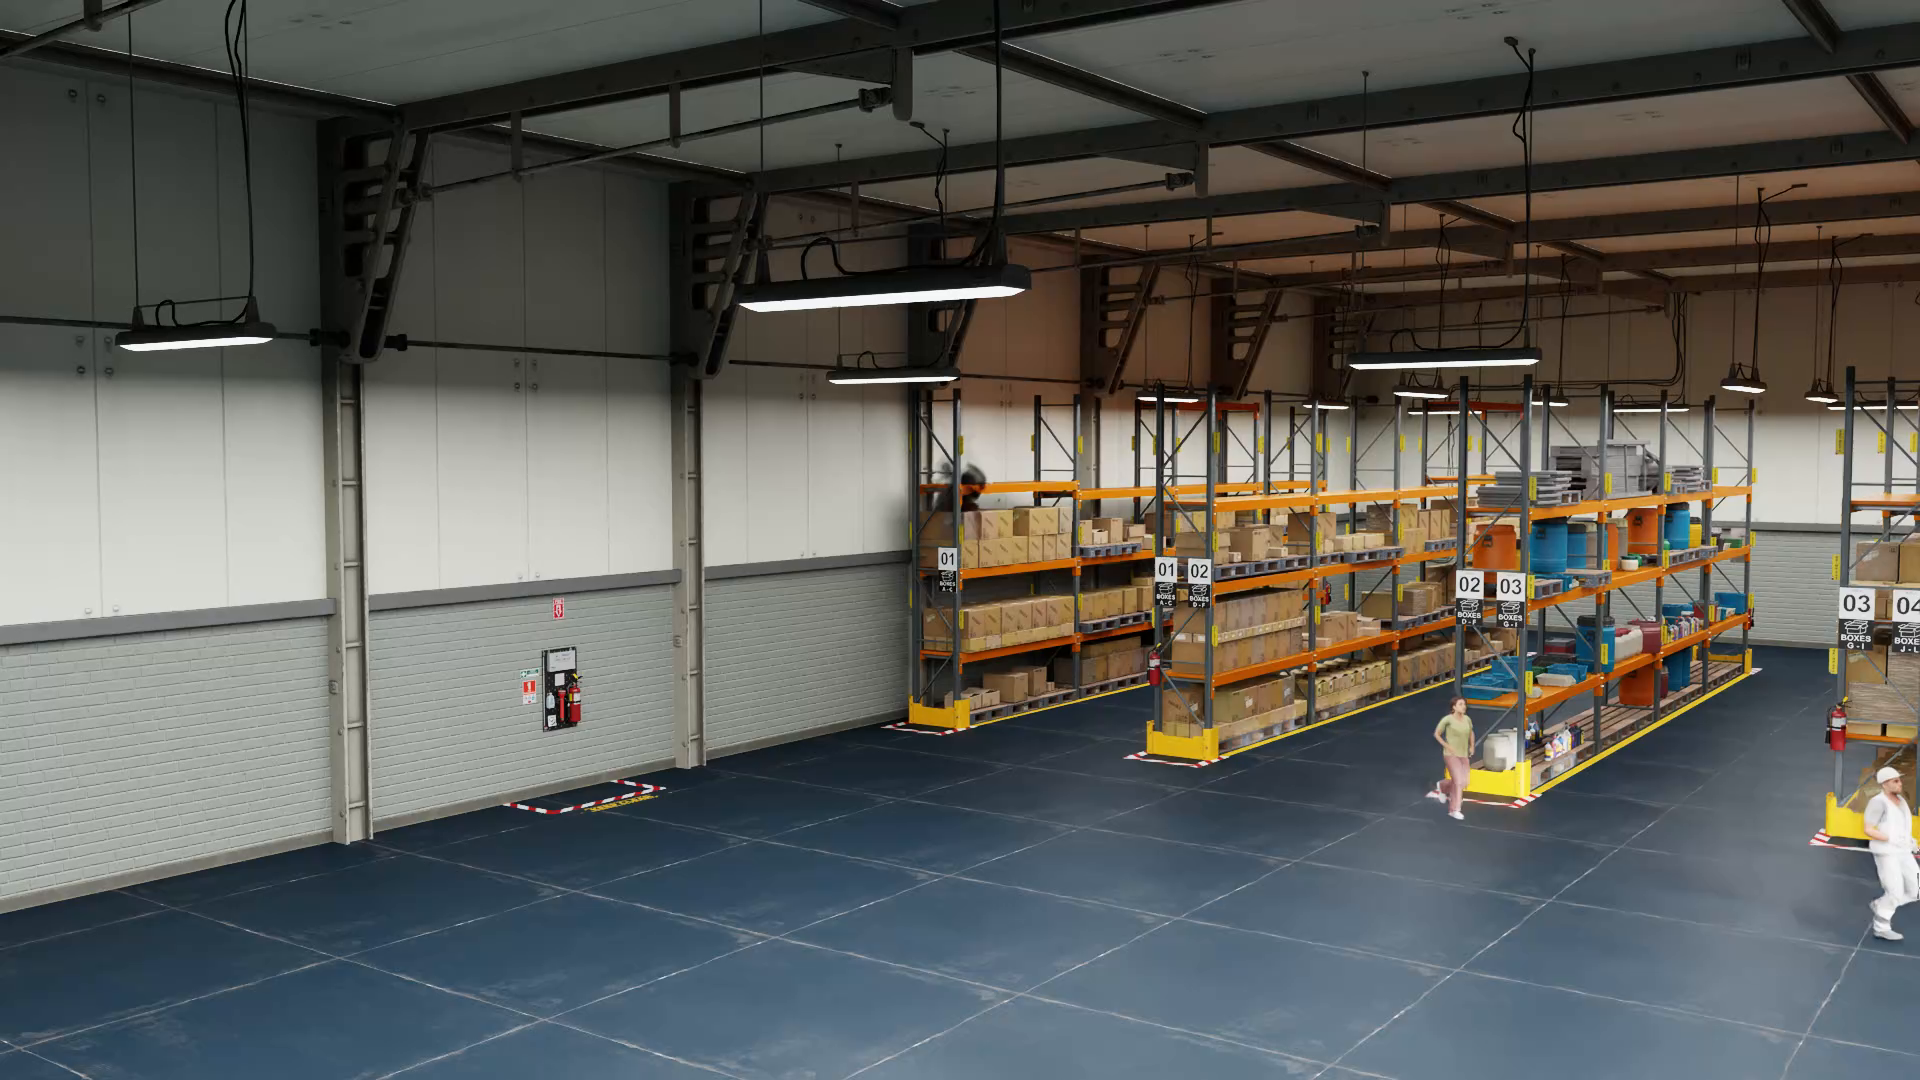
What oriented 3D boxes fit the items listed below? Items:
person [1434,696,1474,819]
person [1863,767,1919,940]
[{"bbox_3d":[6.696,2.918,22.566,0.619,1.638,0.644,-1,3,-20],"label":"person"},{"bbox_3d":[9.437,3.168,16.776,0.648,1.740,0.598,-2,4,-25],"label":"person"}]
